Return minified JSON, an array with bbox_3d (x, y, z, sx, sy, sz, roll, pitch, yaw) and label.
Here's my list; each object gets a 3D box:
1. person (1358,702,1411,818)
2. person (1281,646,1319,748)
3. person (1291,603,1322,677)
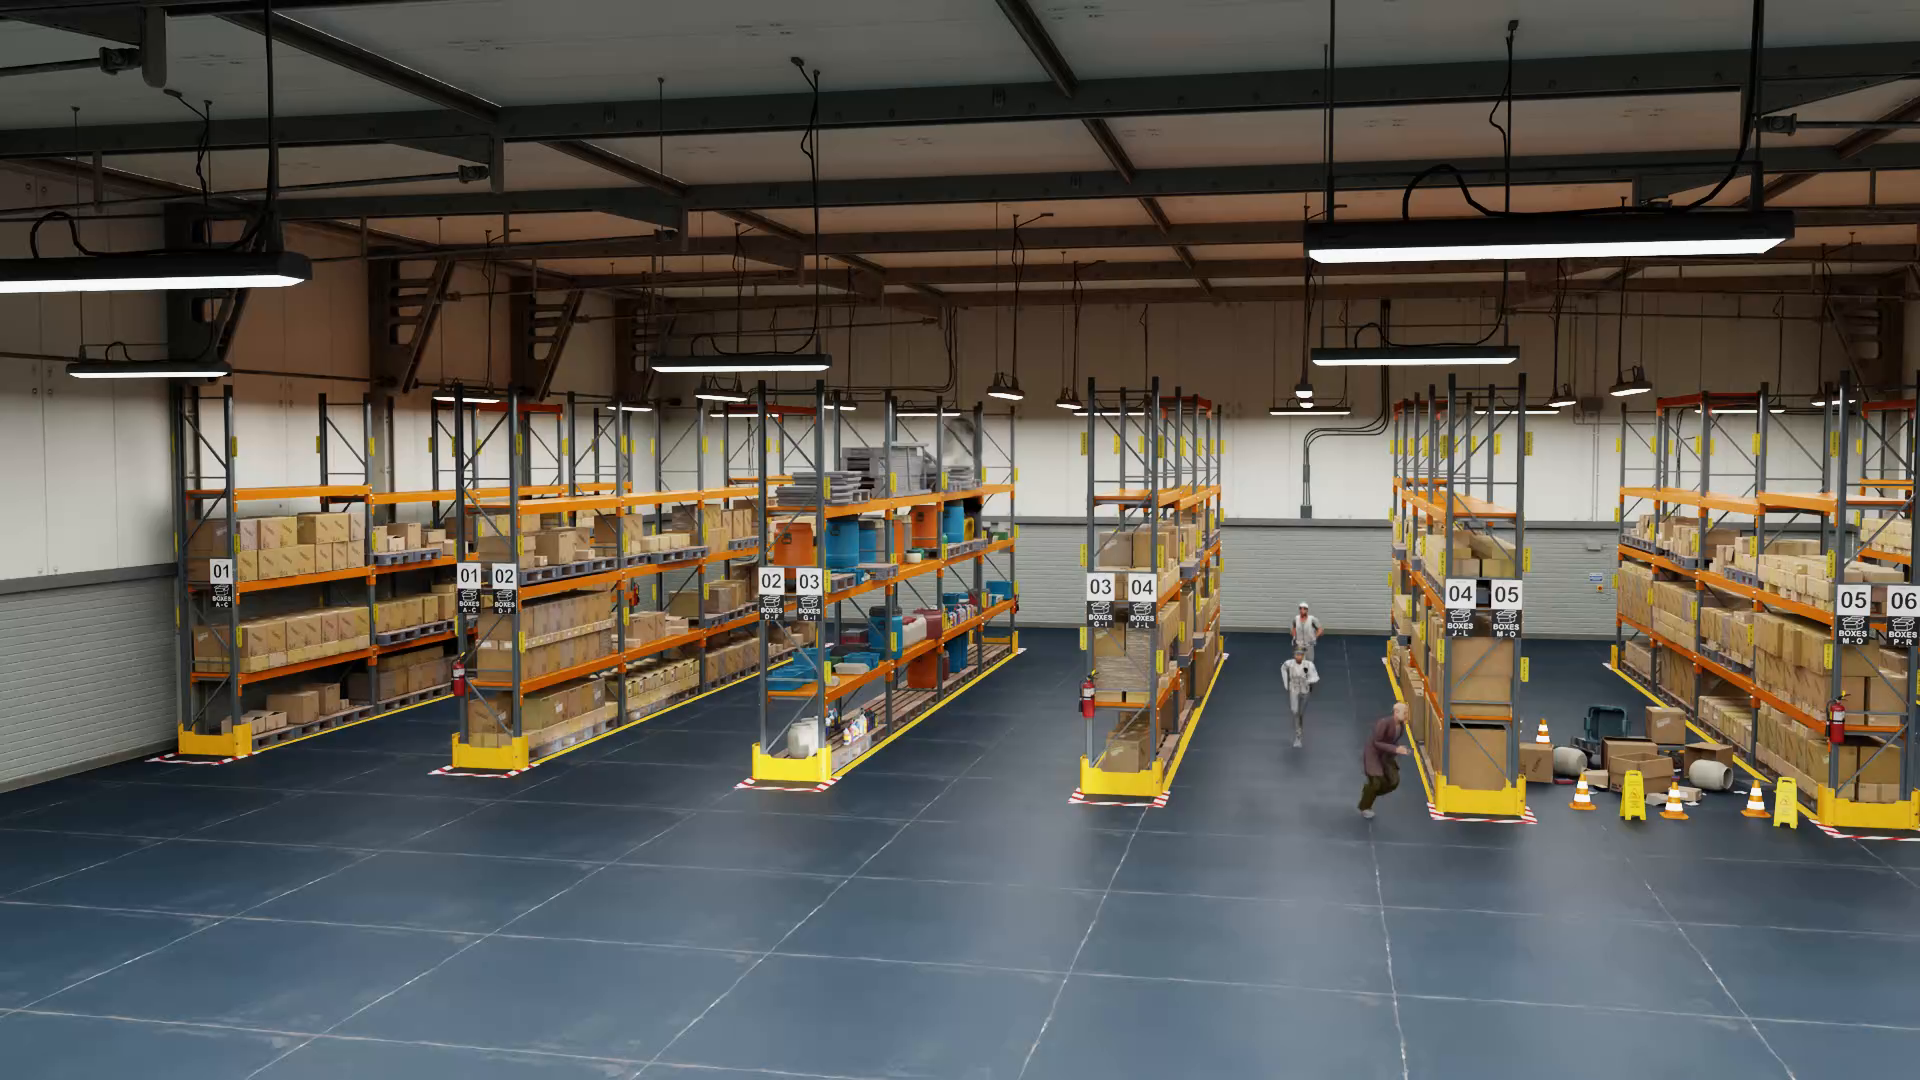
[{"bbox_3d":[5.742,2.951,22.342,0.738,1.608,0.904,-3,4,-39],"label":"person"},{"bbox_3d":[5.740,2.608,28.112,0.613,1.695,0.971,0,3,7],"label":"person"},{"bbox_3d":[7.185,2.190,34.474,0.651,1.800,0.820,1,4,24],"label":"person"}]
